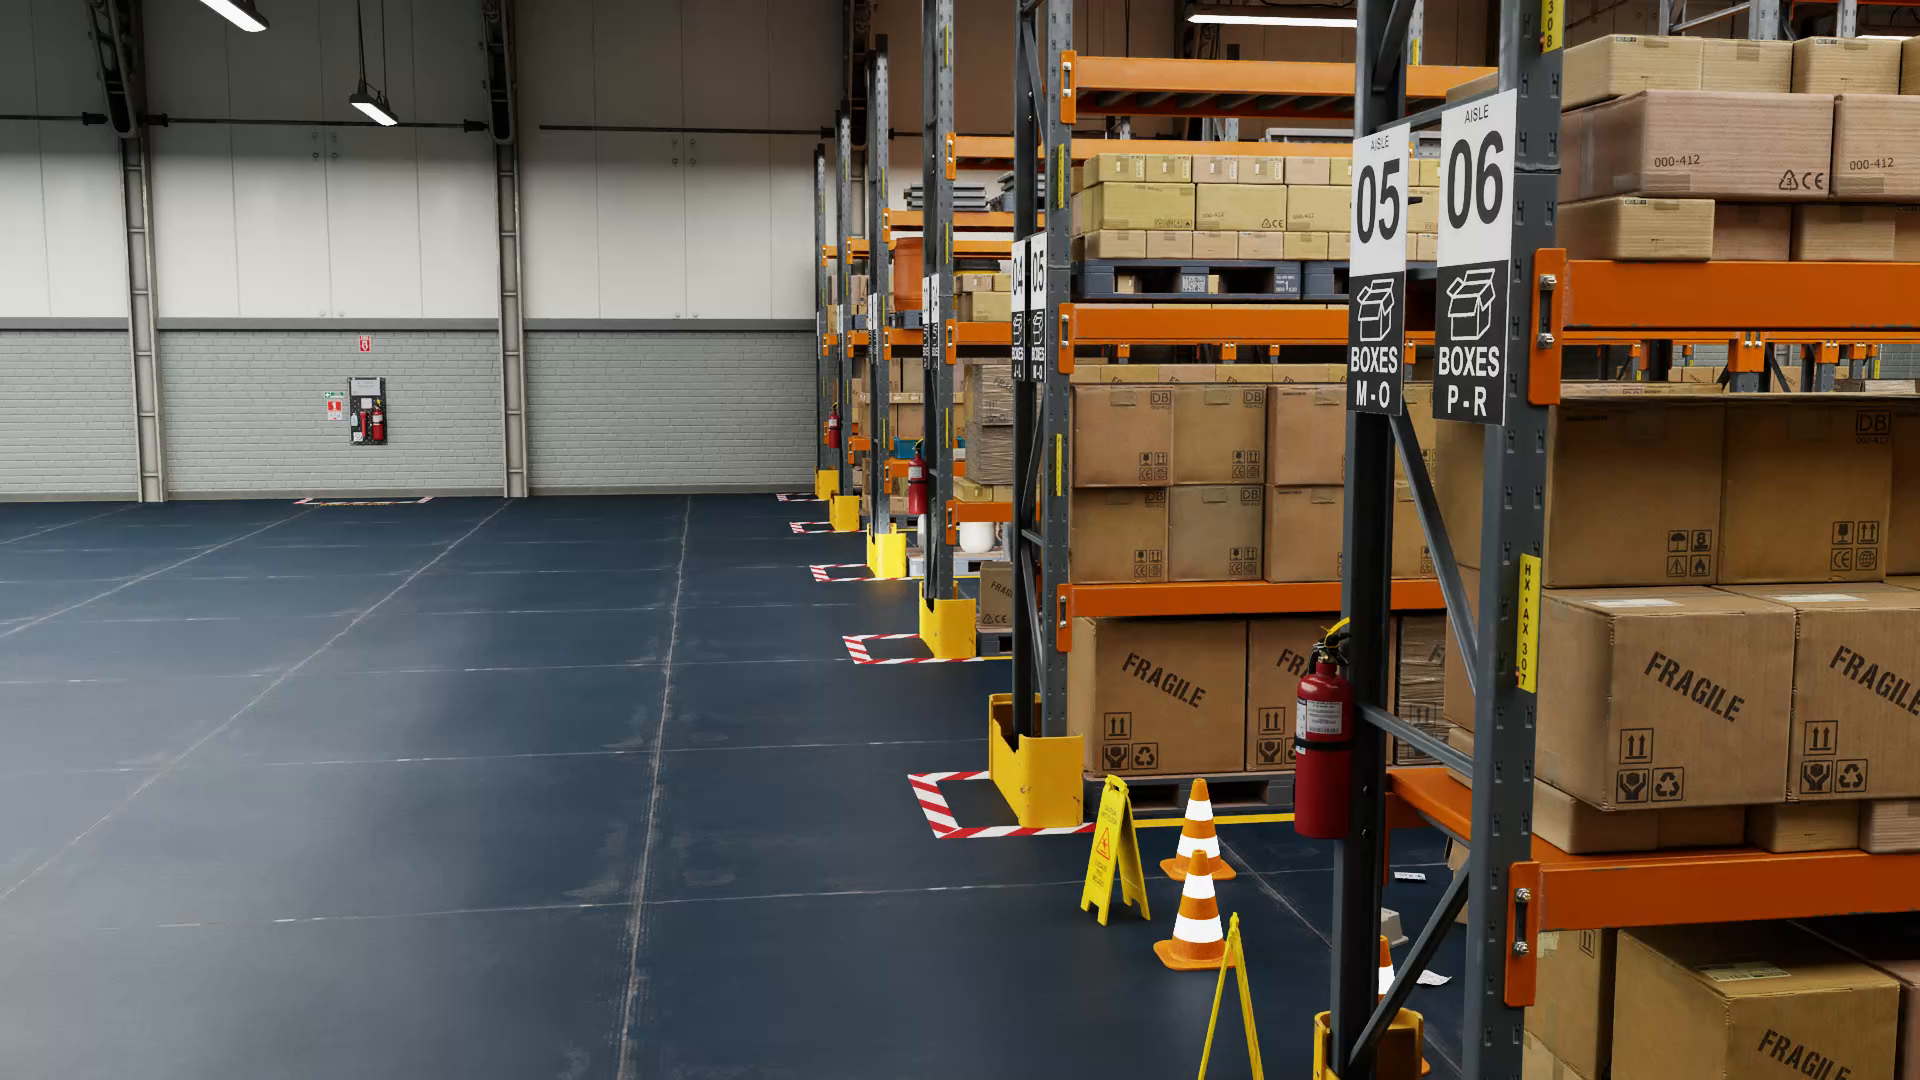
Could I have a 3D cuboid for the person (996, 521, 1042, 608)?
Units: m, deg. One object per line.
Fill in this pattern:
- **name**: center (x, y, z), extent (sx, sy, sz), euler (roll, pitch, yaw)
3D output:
- **person**: center (0.613, -0.138, 16.556), extent (0.518, 1.654, 0.353), euler (-1, 7, -10)
